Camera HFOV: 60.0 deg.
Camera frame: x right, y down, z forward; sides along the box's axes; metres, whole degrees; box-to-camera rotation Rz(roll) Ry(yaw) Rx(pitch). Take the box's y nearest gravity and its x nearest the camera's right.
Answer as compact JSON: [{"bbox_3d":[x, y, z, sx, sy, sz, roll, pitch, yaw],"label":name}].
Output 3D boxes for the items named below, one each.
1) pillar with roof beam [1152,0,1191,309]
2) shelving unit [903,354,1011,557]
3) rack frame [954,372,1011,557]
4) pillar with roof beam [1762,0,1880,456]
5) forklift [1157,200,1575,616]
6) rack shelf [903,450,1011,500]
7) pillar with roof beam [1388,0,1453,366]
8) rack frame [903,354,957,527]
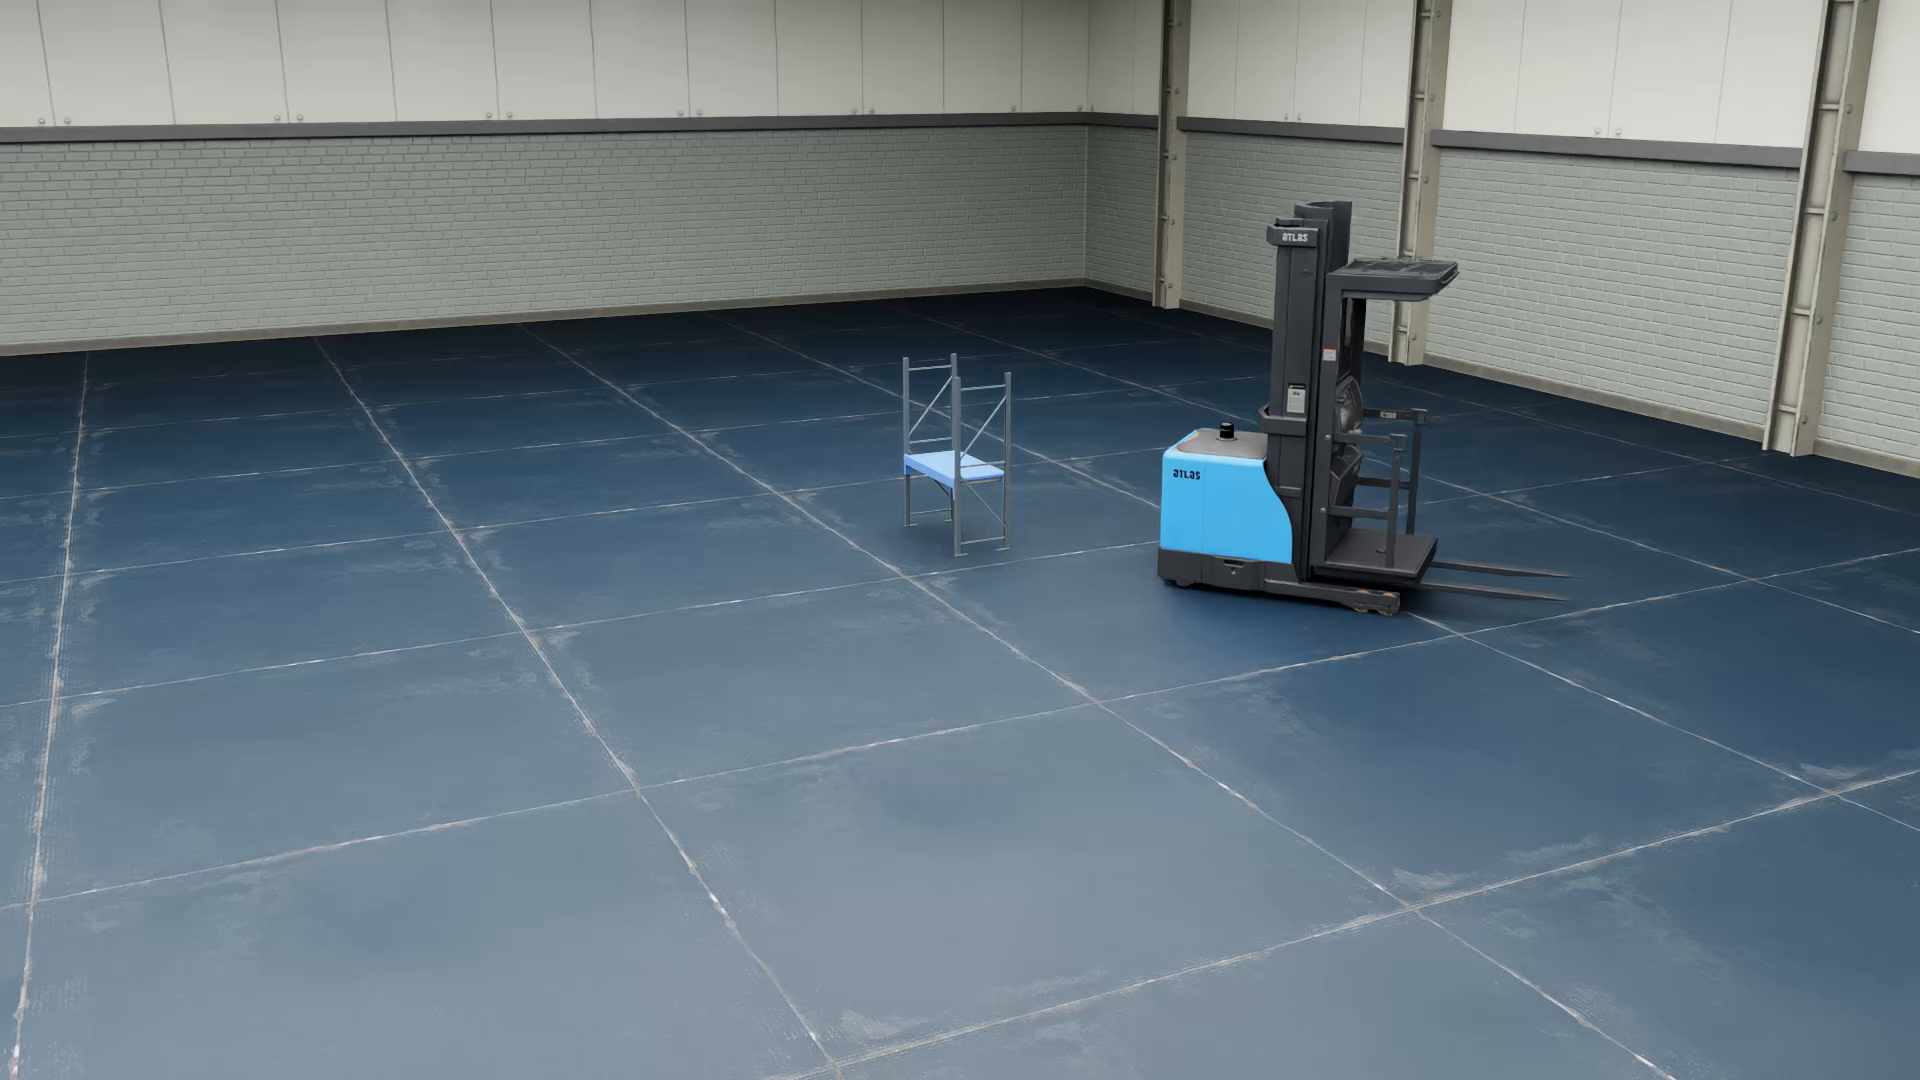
[{"bbox_3d":[-0.411,-7.715,24.821,9.100,9.000,0.400,-8,18,-25],"label":"pillar with roof beam"},{"bbox_3d":[-0.037,-0.742,14.117,0.538,1.500,1.048,-8,18,-25],"label":"shelving unit"},{"bbox_3d":[0.185,-0.616,13.678,0.500,1.500,0.032,-8,18,-25],"label":"rack frame"},{"bbox_3d":[4.847,-4.739,14.452,9.100,9.000,0.400,-8,18,-25],"label":"pillar with roof beam"},{"bbox_3d":[3.109,-1.015,12.473,3.031,2.935,1.130,7,17,22],"label":"forklift"},{"bbox_3d":[-0.037,-0.569,14.167,0.538,0.185,1.000,-8,18,-25],"label":"rack shelf"},{"bbox_3d":[2.218,-6.227,19.636,9.100,9.000,0.400,-8,18,-25],"label":"pillar with roof beam"},{"bbox_3d":[-0.260,-0.868,14.557,0.500,1.500,0.032,-8,18,-25],"label":"rack frame"}]
